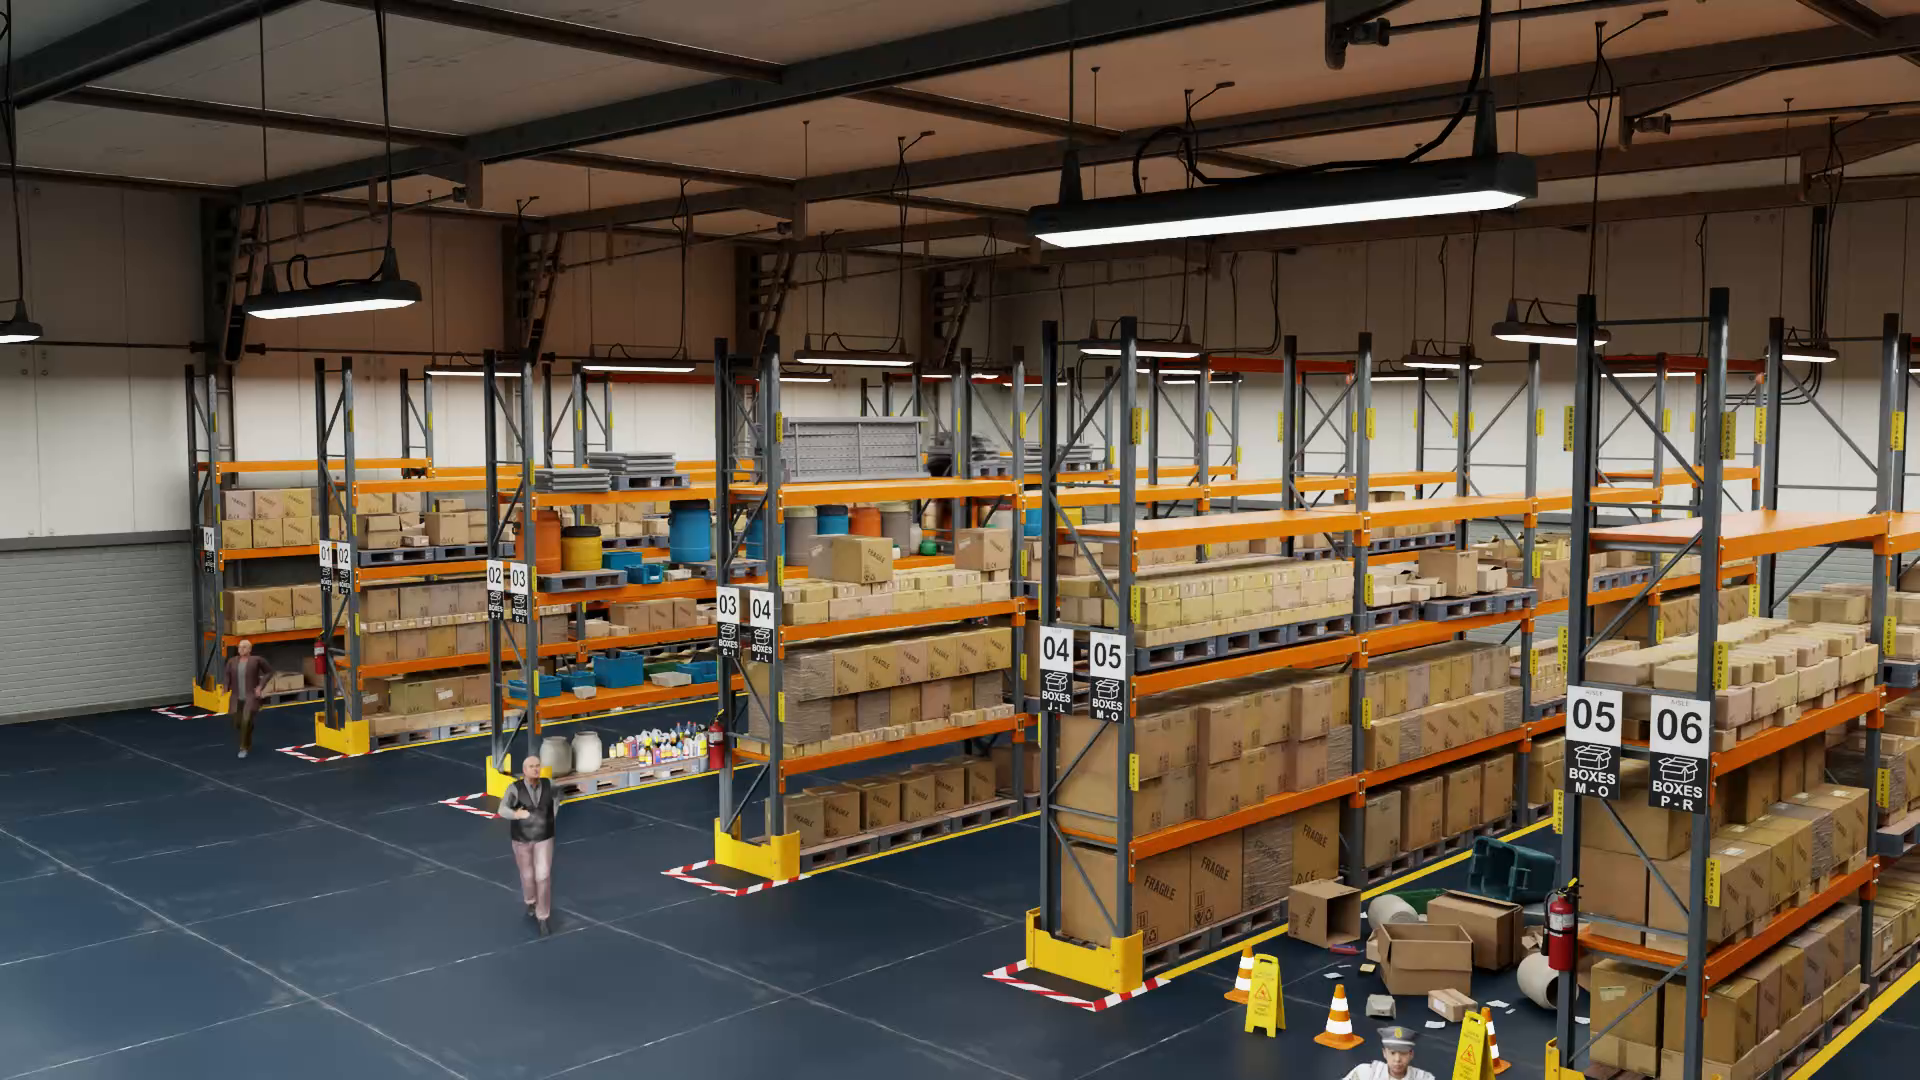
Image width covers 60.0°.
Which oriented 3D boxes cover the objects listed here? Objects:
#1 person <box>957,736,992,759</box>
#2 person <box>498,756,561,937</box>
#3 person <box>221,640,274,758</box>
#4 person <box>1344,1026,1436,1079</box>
[{"bbox_3d":[0.205,2.602,23.746,0.960,1.591,0.614,-3,6,-38],"label":"person"},{"bbox_3d":[-4.302,3.042,16.664,0.626,1.790,0.782,-1,5,-17],"label":"person"},{"bbox_3d":[-10.809,2.388,25.246,0.723,1.766,0.761,0,4,-3],"label":"person"},{"bbox_3d":[2.510,3.605,9.584,0.612,1.724,0.758,1,4,11],"label":"person"}]
